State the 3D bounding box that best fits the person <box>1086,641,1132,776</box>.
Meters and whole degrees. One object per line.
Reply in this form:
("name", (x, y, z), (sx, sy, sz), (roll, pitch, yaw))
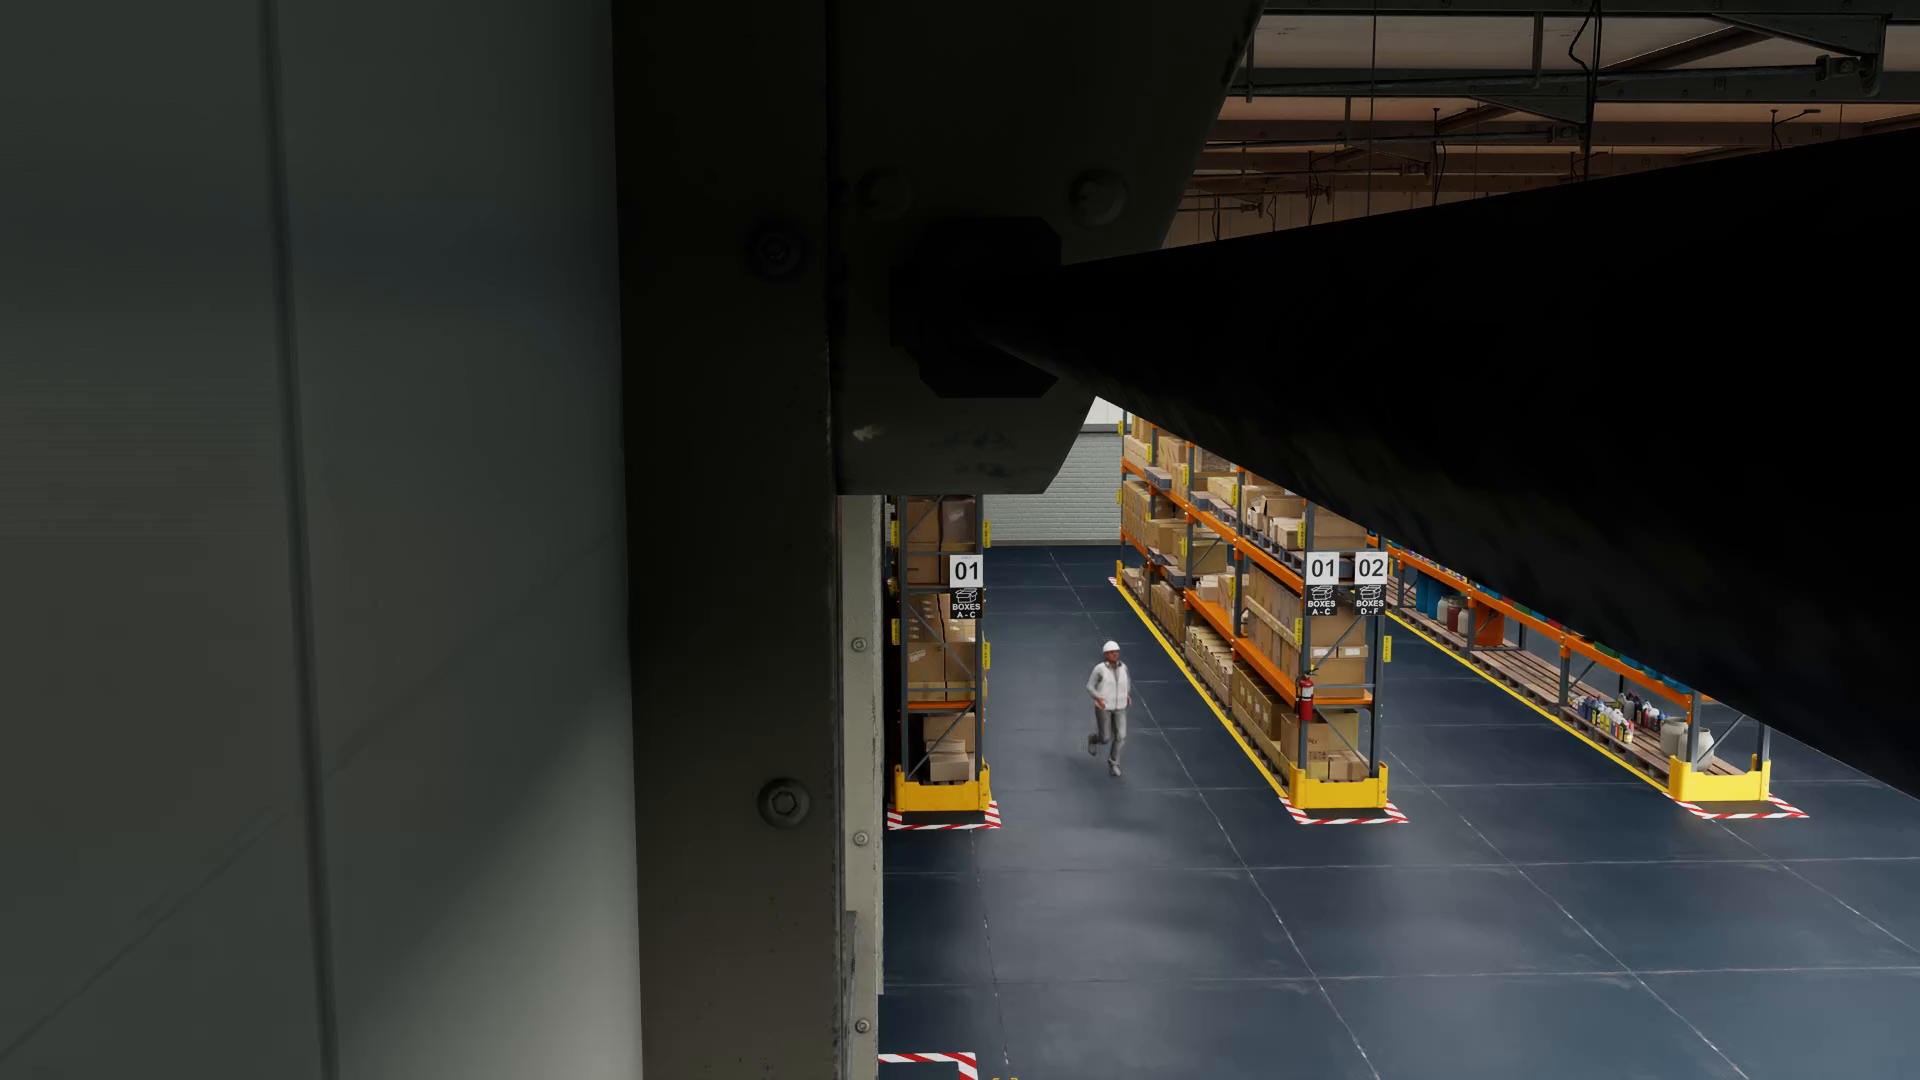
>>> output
("person", (2.015, 2.218, 22.242), (0.683, 1.754, 0.824), (-3, 9, -20))
